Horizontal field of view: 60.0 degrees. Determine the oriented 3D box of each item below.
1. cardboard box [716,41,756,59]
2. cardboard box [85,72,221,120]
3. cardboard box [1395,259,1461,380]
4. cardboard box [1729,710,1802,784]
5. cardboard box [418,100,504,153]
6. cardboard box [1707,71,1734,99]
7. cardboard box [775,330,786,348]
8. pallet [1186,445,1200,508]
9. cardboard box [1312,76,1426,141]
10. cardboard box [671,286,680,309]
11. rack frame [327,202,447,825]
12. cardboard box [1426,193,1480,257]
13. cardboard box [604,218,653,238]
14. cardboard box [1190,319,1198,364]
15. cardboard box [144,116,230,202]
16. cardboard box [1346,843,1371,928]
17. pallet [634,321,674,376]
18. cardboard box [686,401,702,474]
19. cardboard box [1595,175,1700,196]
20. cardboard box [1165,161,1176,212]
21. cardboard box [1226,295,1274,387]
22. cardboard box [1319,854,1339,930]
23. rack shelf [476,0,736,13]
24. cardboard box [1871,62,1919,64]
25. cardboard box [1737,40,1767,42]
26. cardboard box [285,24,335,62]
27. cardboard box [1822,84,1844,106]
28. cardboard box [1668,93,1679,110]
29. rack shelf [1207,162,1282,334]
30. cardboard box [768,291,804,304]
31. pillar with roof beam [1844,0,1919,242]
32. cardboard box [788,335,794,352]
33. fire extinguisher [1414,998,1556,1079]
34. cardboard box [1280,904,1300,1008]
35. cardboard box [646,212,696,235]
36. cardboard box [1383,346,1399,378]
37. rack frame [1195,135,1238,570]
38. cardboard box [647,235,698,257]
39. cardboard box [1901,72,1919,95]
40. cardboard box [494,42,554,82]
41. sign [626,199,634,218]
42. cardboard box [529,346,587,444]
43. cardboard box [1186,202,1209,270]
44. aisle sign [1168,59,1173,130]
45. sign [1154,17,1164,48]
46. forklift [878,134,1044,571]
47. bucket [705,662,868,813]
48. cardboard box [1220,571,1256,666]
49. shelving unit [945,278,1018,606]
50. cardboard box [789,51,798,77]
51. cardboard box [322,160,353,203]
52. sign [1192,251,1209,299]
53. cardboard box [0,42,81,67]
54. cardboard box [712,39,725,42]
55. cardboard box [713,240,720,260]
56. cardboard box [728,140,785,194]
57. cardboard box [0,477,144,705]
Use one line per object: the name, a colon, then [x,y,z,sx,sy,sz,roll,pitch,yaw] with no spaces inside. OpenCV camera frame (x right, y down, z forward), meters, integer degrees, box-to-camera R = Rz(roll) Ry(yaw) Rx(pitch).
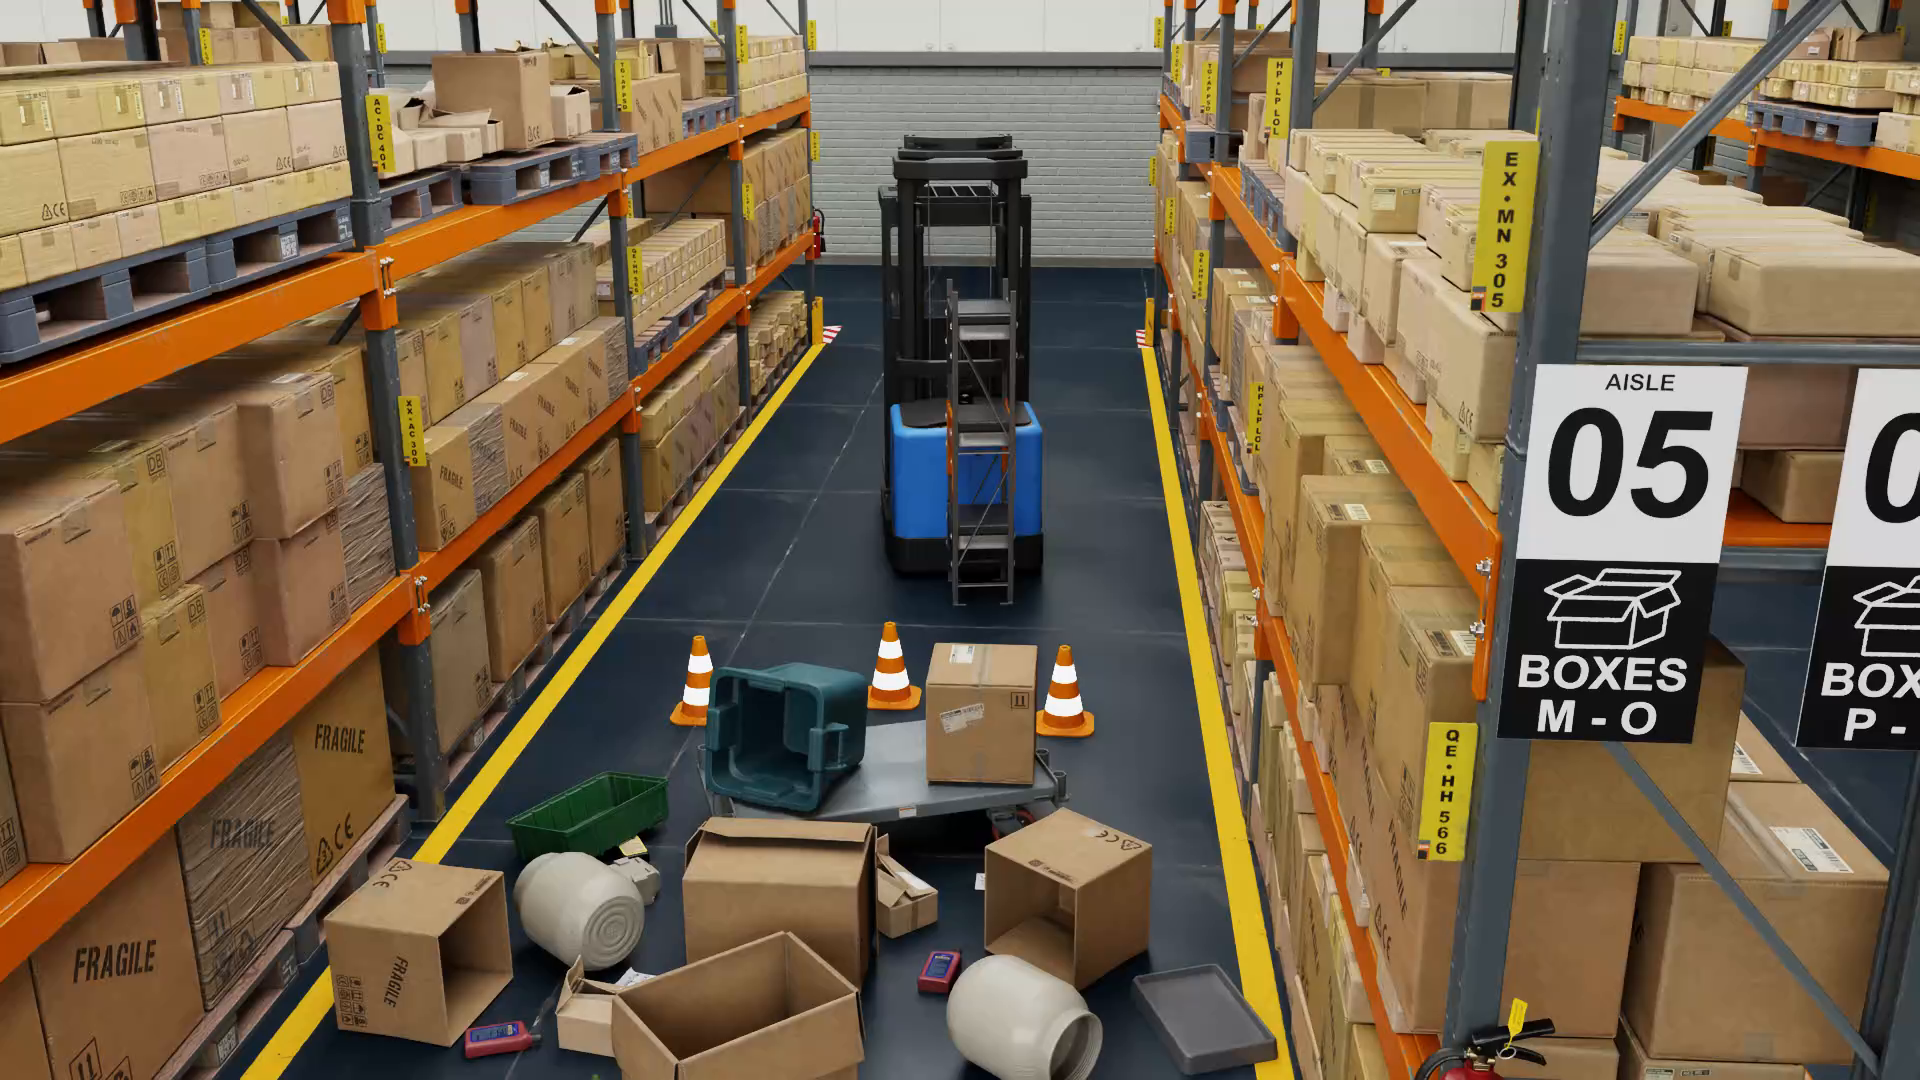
cardboard box: [-2.143,-4.652,15.783,0.380,0.149,0.250,1,18,2]
cardboard box: [-2.838,-1.555,5.822,0.380,0.149,0.250,1,18,4]
cardboard box: [1.419,-0.553,4.241,0.500,0.250,0.500,1,18,3]
cardboard box: [1.945,0.772,4.611,0.500,0.500,0.500,2,18,6]
cardboard box: [-2.712,-2.244,9.016,0.396,0.266,0.258,1,18,4]
cardboard box: [7.223,-4.167,15.269,0.500,0.250,0.500,1,18,2]
cardboard box: [-2.039,-2.113,17.482,0.380,0.149,0.250,1,18,4]
pallet: [2.396,-0.518,13.664,1.003,0.211,1.213,1,18,4]
cardboard box: [1.801,-1.954,7.514,0.500,0.250,0.500,2,18,5]
cardboard box: [-2.444,-1.927,13.217,0.380,0.149,0.250,2,18,5]
rack frame: [-3.058,-0.059,7.784,1.000,3.000,0.127,1,18,4]
cardboard box: [1.481,-0.846,4.493,0.380,0.149,0.250,1,18,4]
cardboard box: [-2.971,-2.794,14.906,0.380,0.149,0.250,2,18,7]
cardboard box: [1.972,-1.472,12.340,0.500,0.250,0.500,2,18,5]
cardboard box: [-2.911,-1.330,5.776,0.500,0.250,0.500,1,18,3]
cardboard box: [1.349,1.020,4.895,0.380,0.149,0.250,2,18,5]
pallet: [-2.826,-1.433,12.288,1.213,0.211,1.003,1,18,4]
cardboard box: [-2.401,-0.842,13.516,0.500,0.500,0.500,1,18,3]
cardboard box: [1.970,-1.000,4.963,0.380,0.149,0.250,2,18,5]
cardboard box: [2.290,-3.455,16.384,0.500,0.500,0.500,2,18,5]
cardboard box: [1.849,-1.148,9.798,0.500,0.500,0.500,2,18,5]
cardboard box: [1.399,1.175,5.514,0.380,0.149,0.250,2,18,6]
rack shelf: [-2.627,-4.241,12.712,1.077,0.370,4.000,1,18,4]
cardboard box: [7.473,-3.714,13.214,0.380,0.149,0.250,2,18,5]
cardboard box: [7.818,-4.709,16.120,0.500,0.250,0.500,1,18,4]
cardboard box: [-7.121,-5.485,18.532,0.700,0.500,0.500,0,18,1]
cardboard box: [6.896,-3.428,12.818,0.380,0.149,0.250,2,18,5]
cardboard box: [7.237,-4.335,16.422,0.380,0.149,0.250,1,18,4]
rack shelf: [2.030,-1.684,9.084,1.077,0.370,4.000,1,18,4]
cardboard box: [-1.983,-2.743,18.925,0.380,0.149,0.250,1,18,5]
pillar with roof beam: [4.067,-5.497,14.749,9.100,9.000,0.400,1,18,4]
cardboard box: [-2.010,-2.142,18.048,0.380,0.149,0.250,0,18,1]
fire extinguisher: [1.132,1.325,3.686,0.296,0.674,0.183,1,18,4]
cardboard box: [1.513,1.636,6.355,0.500,0.250,0.500,1,18,3]
cardboard box: [-2.731,-2.889,15.783,0.500,0.500,0.500,1,18,4]
cardboard box: [1.466,-0.557,4.893,0.380,0.149,0.250,1,18,2]
rack frame: [2.174,-1.222,11.334,1.000,3.000,0.127,1,18,4]
cardboard box: [-2.397,-2.456,13.873,0.380,0.149,0.250,1,18,2]
cardboard box: [6.932,-3.235,11.784,0.380,0.149,0.250,1,18,3]
cardboard box: [-3.001,-3.269,11.375,0.396,0.266,0.258,1,18,4]
sign: [-3.026,-2.964,15.262,0.100,0.325,0.005,1,18,4]
cardboard box: [-2.608,-0.892,10.168,0.500,0.500,0.500,1,18,3]
cardboard box: [2.064,-2.381,13.107,0.500,0.500,0.500,1,18,3]
aisle sign: [2.463,-4.971,18.600,0.394,0.787,0.004,1,18,4]
sign: [2.194,-5.599,18.345,0.100,0.325,0.005,1,18,4]
forklift: [-0.046,-1.586,12.556,1.130,2.935,3.031,-1,18,-4]
bucket: [-0.768,0.868,7.771,0.726,0.611,0.620,8,10,23]
cardboard box: [2.018,0.467,9.725,0.950,0.372,0.625,2,18,6]
shelving unit: [0.135,-0.639,11.000,0.431,2.100,0.503,-1,18,-4]
cardboard box: [-2.012,-5.070,17.698,0.500,0.250,0.500,1,18,2]
cardboard box: [-2.765,-1.491,6.908,0.380,0.149,0.250,1,18,4]
sign: [1.620,-1.783,11.189,0.100,0.325,0.005,1,18,4]
cardboard box: [-7.586,-3.752,13.399,0.797,0.503,0.637,1,18,3]
cardboard box: [-2.588,-4.989,16.813,0.380,0.149,0.250,2,18,6]
cardboard box: [-2.333,-2.555,14.654,0.380,0.149,0.250,1,18,4]
cardboard box: [-2.081,-3.818,17.015,0.500,0.500,0.500,1,18,2]
cardboard box: [-3.156,0.141,5.200,0.875,0.550,0.550,1,18,4]
